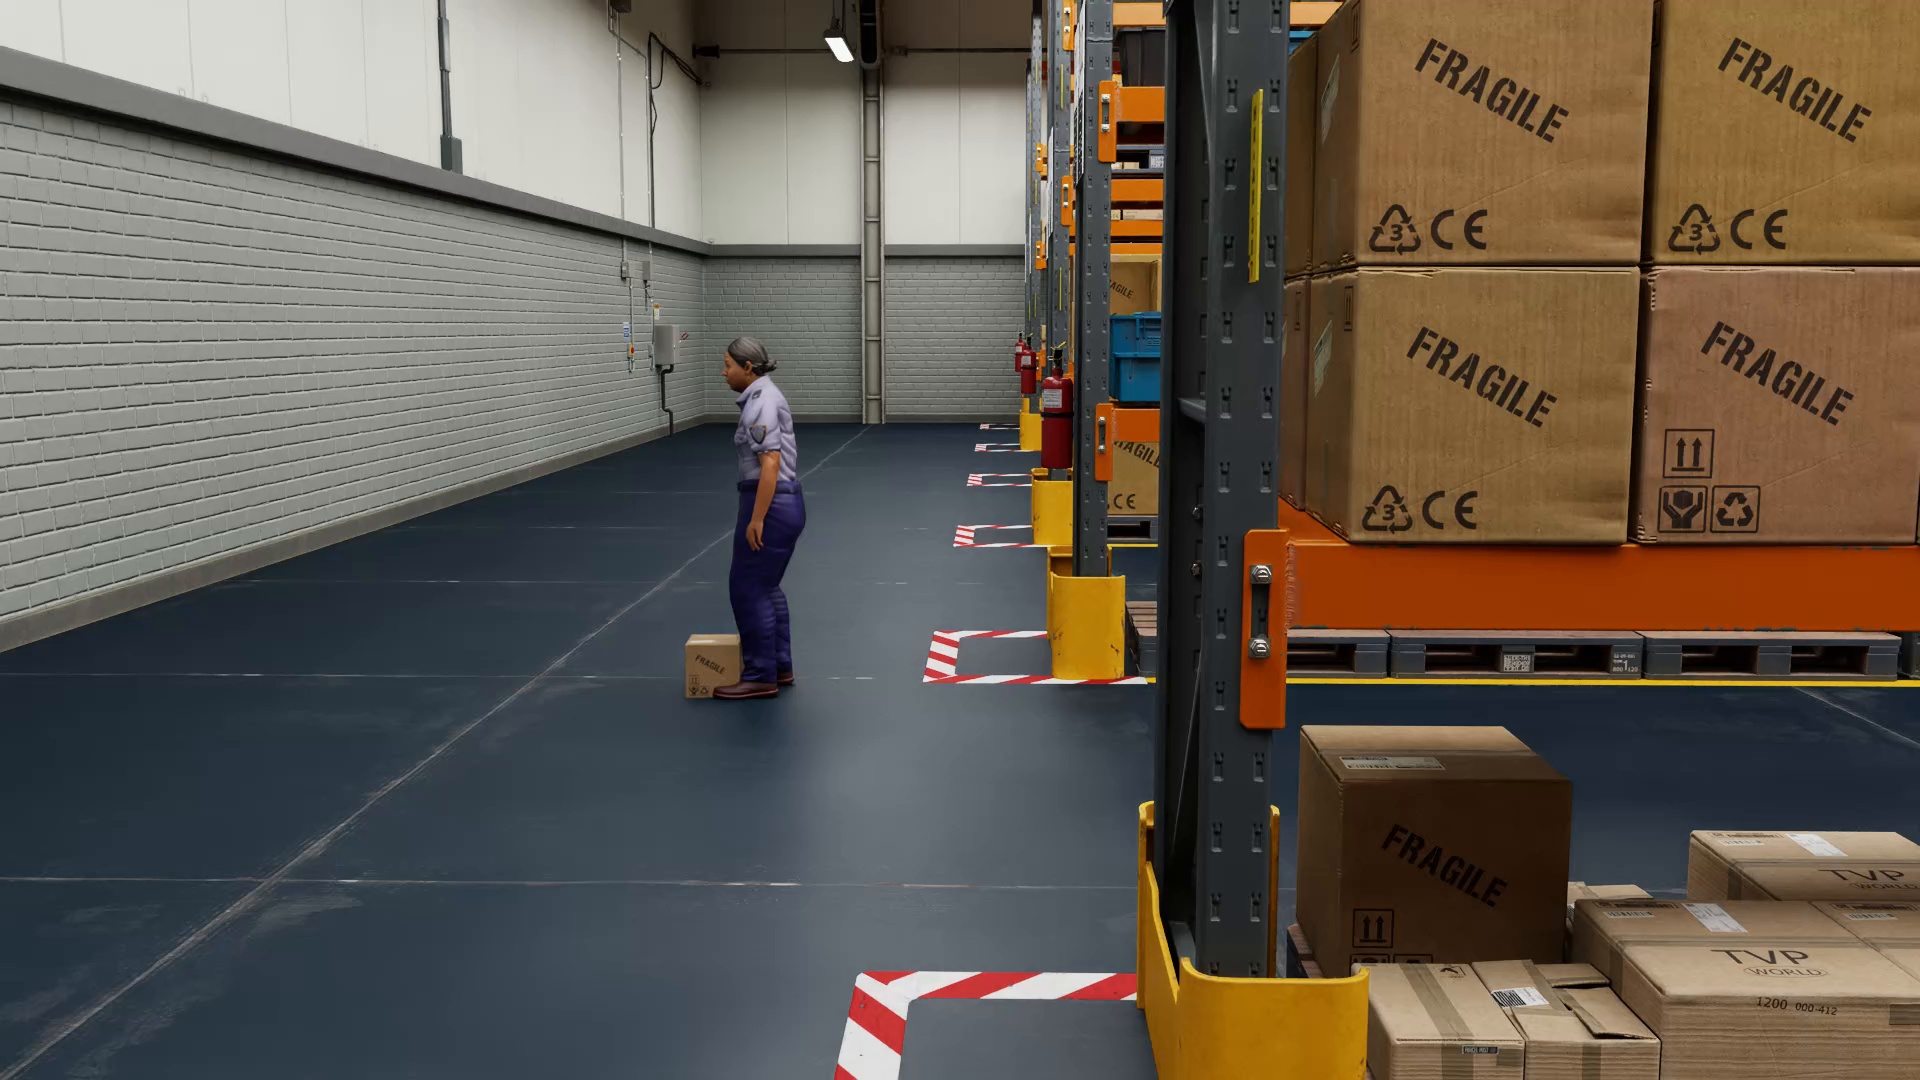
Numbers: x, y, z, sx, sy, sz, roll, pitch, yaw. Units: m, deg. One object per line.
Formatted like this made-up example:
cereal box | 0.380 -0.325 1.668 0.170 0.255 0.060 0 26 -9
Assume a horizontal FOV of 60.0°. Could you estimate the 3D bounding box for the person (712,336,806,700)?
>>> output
person | -0.929 -0.109 7.661 0.425 1.650 0.549 0 7 -1
